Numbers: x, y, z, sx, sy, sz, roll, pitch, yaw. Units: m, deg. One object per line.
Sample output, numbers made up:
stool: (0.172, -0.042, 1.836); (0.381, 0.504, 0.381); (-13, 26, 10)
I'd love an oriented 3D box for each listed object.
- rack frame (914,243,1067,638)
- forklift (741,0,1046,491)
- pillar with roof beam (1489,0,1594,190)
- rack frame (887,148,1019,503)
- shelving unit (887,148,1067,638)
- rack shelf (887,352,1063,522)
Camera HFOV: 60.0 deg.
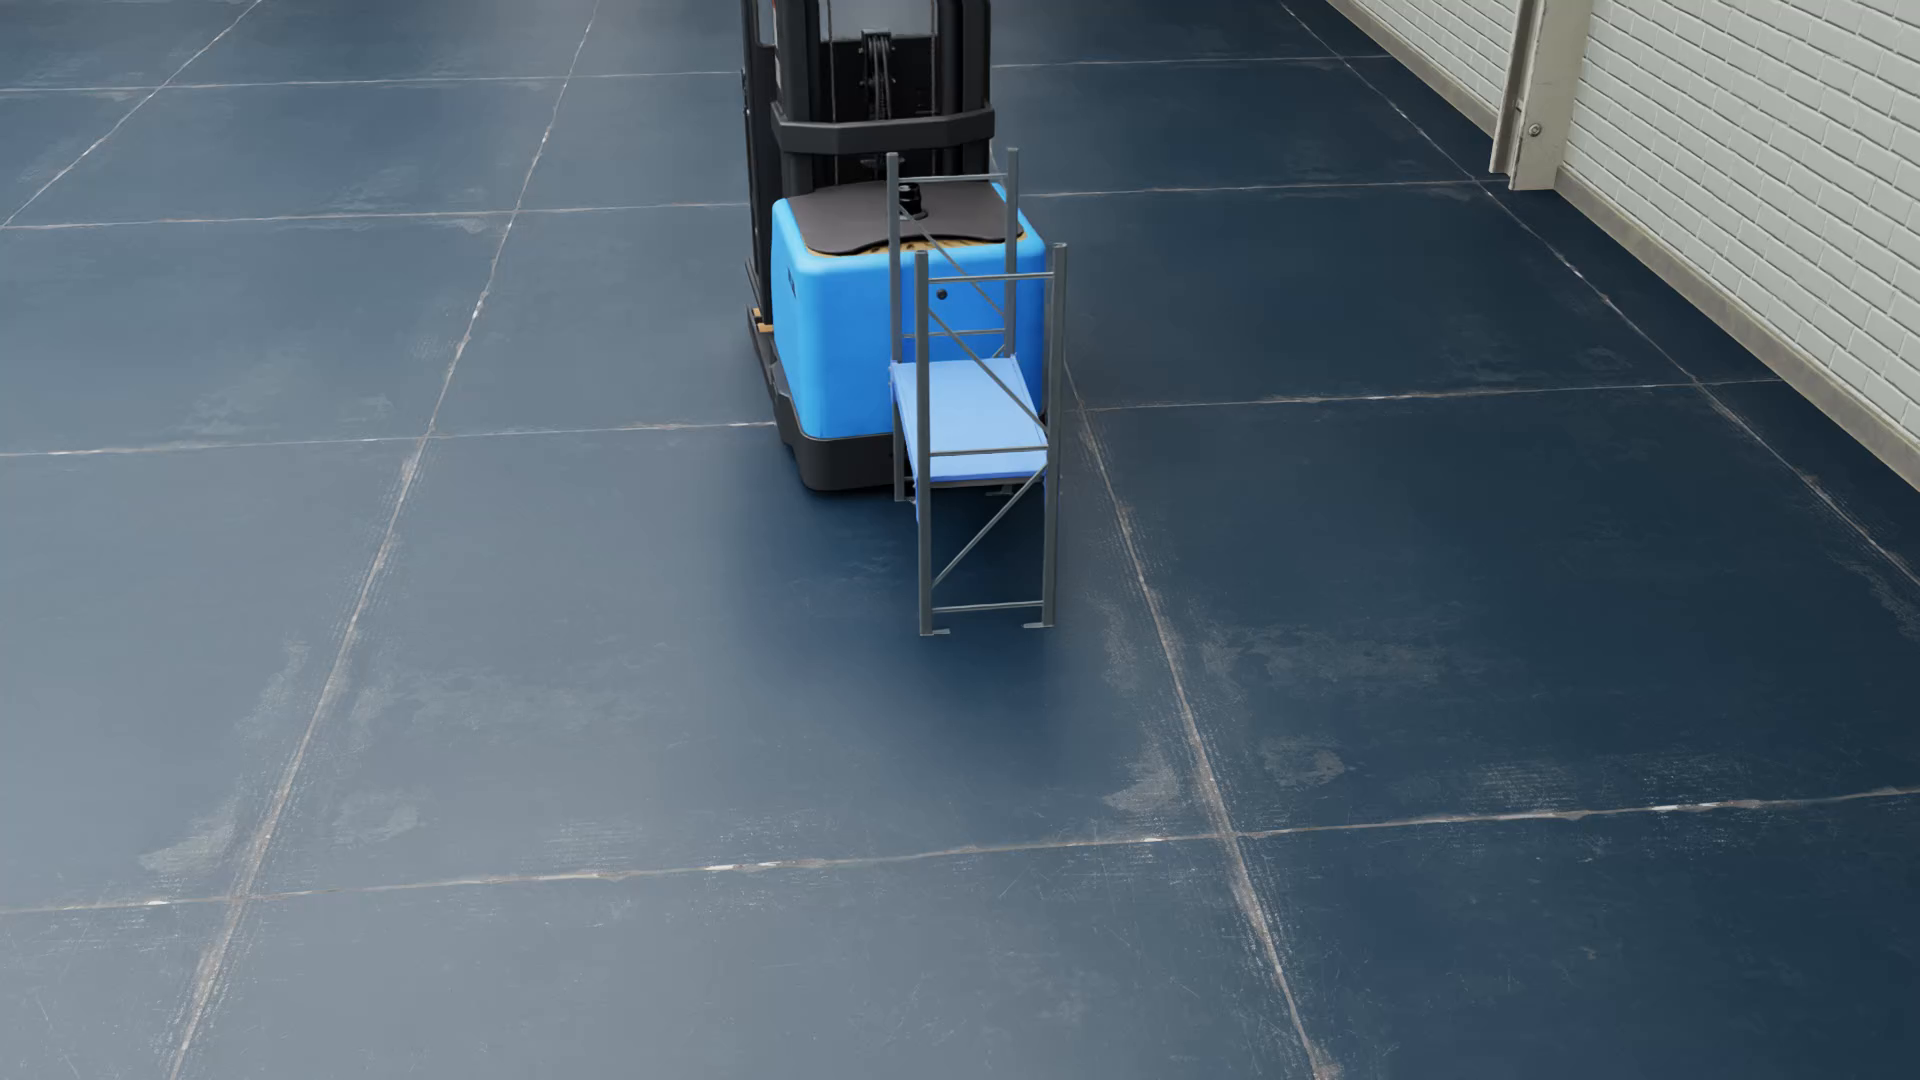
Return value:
rack frame: (0.101, -0.307, 5.802); (0.500, 1.500, 0.032); (-4, 31, -6)
forklift: (-0.461, -2.207, 7.586); (1.130, 2.935, 3.031); (-7, 31, -11)
pillar with roof beam: (-0.696, -5.956, 7.947); (9.100, 9.000, 0.400); (-3, 31, -5)
rack frame: (-0.027, -0.825, 6.668); (0.500, 1.500, 0.032); (-4, 31, -6)
shelving unit: (0.037, -0.566, 6.235); (0.538, 1.500, 1.048); (-4, 31, -6)
rack shelf: (0.037, -0.412, 6.327); (0.538, 0.185, 1.000); (-4, 31, -6)
